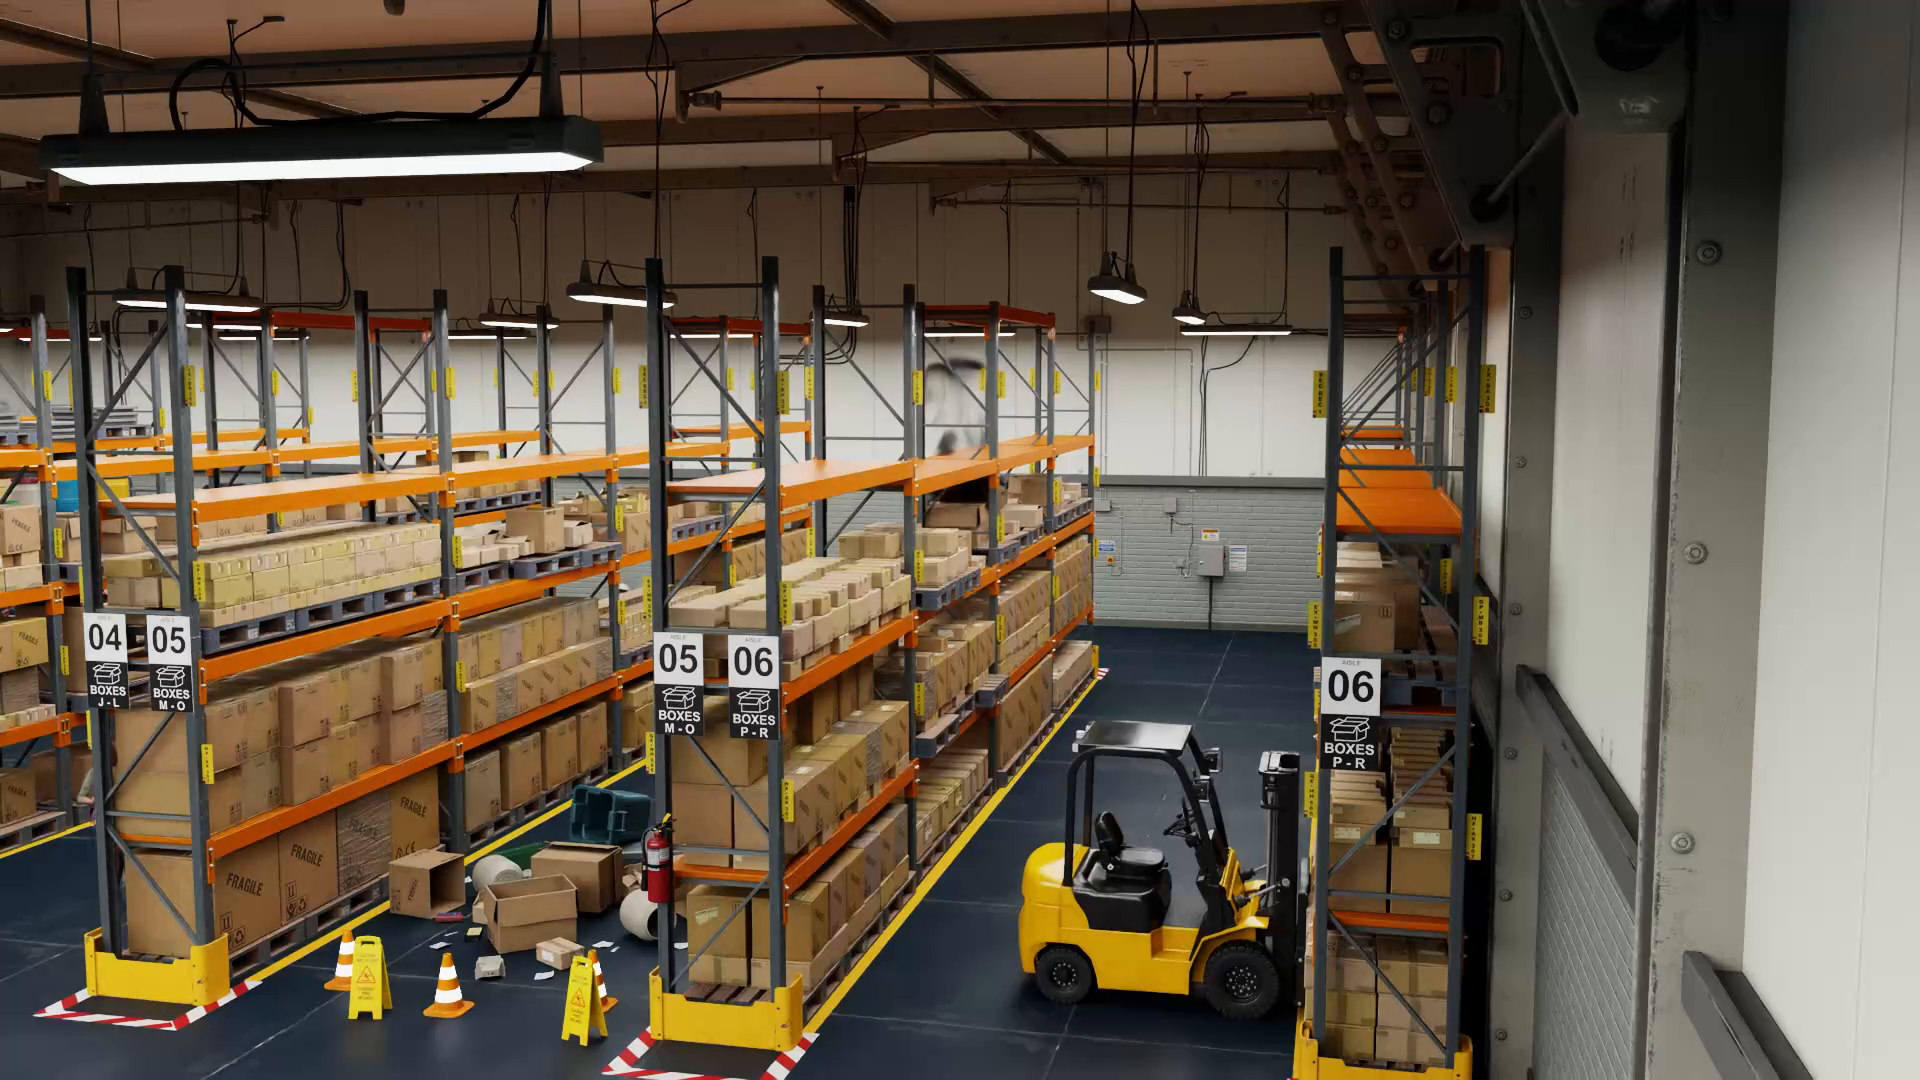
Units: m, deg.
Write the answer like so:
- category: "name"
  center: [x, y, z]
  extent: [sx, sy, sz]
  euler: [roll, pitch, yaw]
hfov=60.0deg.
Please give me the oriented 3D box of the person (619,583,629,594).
- category: "person"
  center: [-5.372, 1.581, 26.531]
  extent: [0.689, 1.788, 0.912]
  euler: [0, 6, 4]

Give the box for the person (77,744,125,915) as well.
- category: "person"
  center: [-8.188, 2.724, 16.053]
  extent: [0.534, 1.593, 0.890]
  euler: [-1, 6, -12]
